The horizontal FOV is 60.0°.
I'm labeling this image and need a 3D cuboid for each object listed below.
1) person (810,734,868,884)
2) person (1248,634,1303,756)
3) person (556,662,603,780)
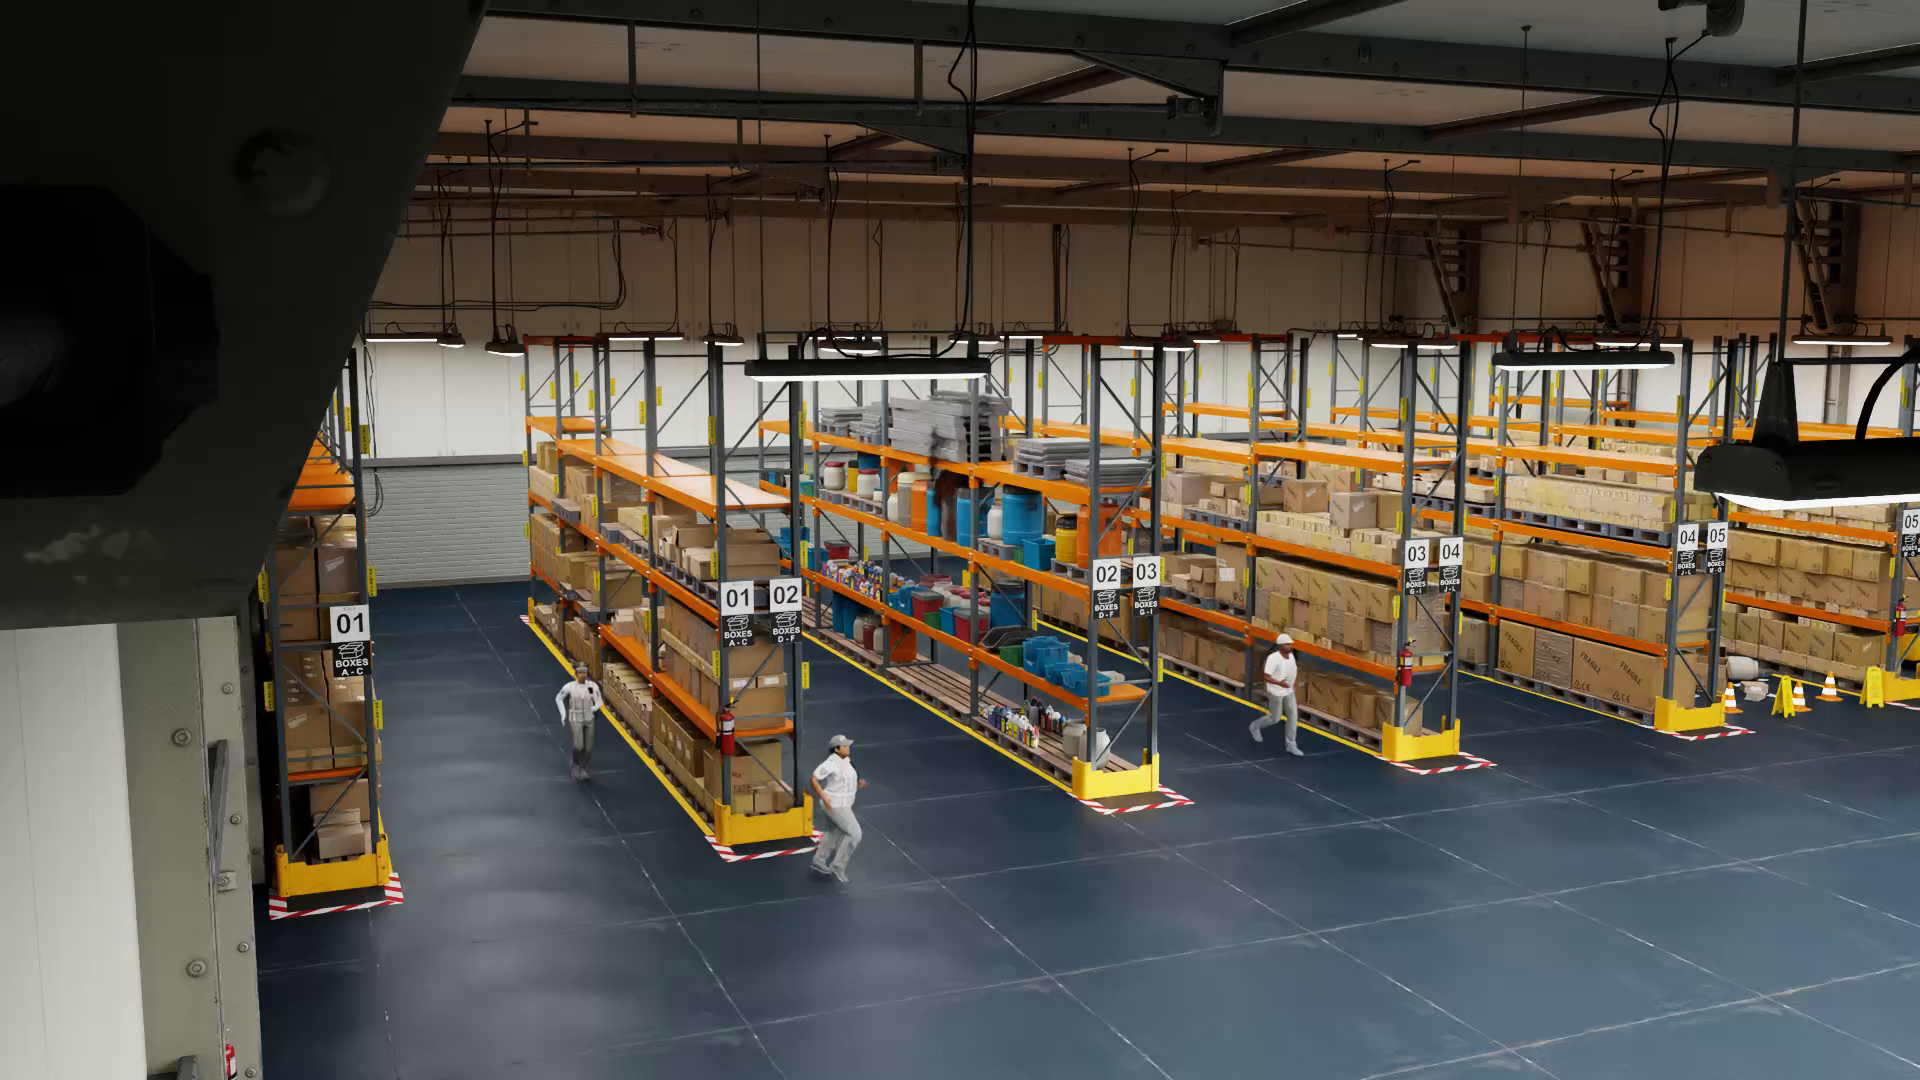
[{"bbox_3d":[-1.380,3.027,18.831,0.695,1.691,0.585,2,8,12],"label":"person"},{"bbox_3d":[4.662,2.225,24.364,0.681,1.754,0.948,-6,9,-37],"label":"person"},{"bbox_3d":[-5.164,2.481,22.721,0.593,1.660,0.624,-4,8,-25],"label":"person"}]
